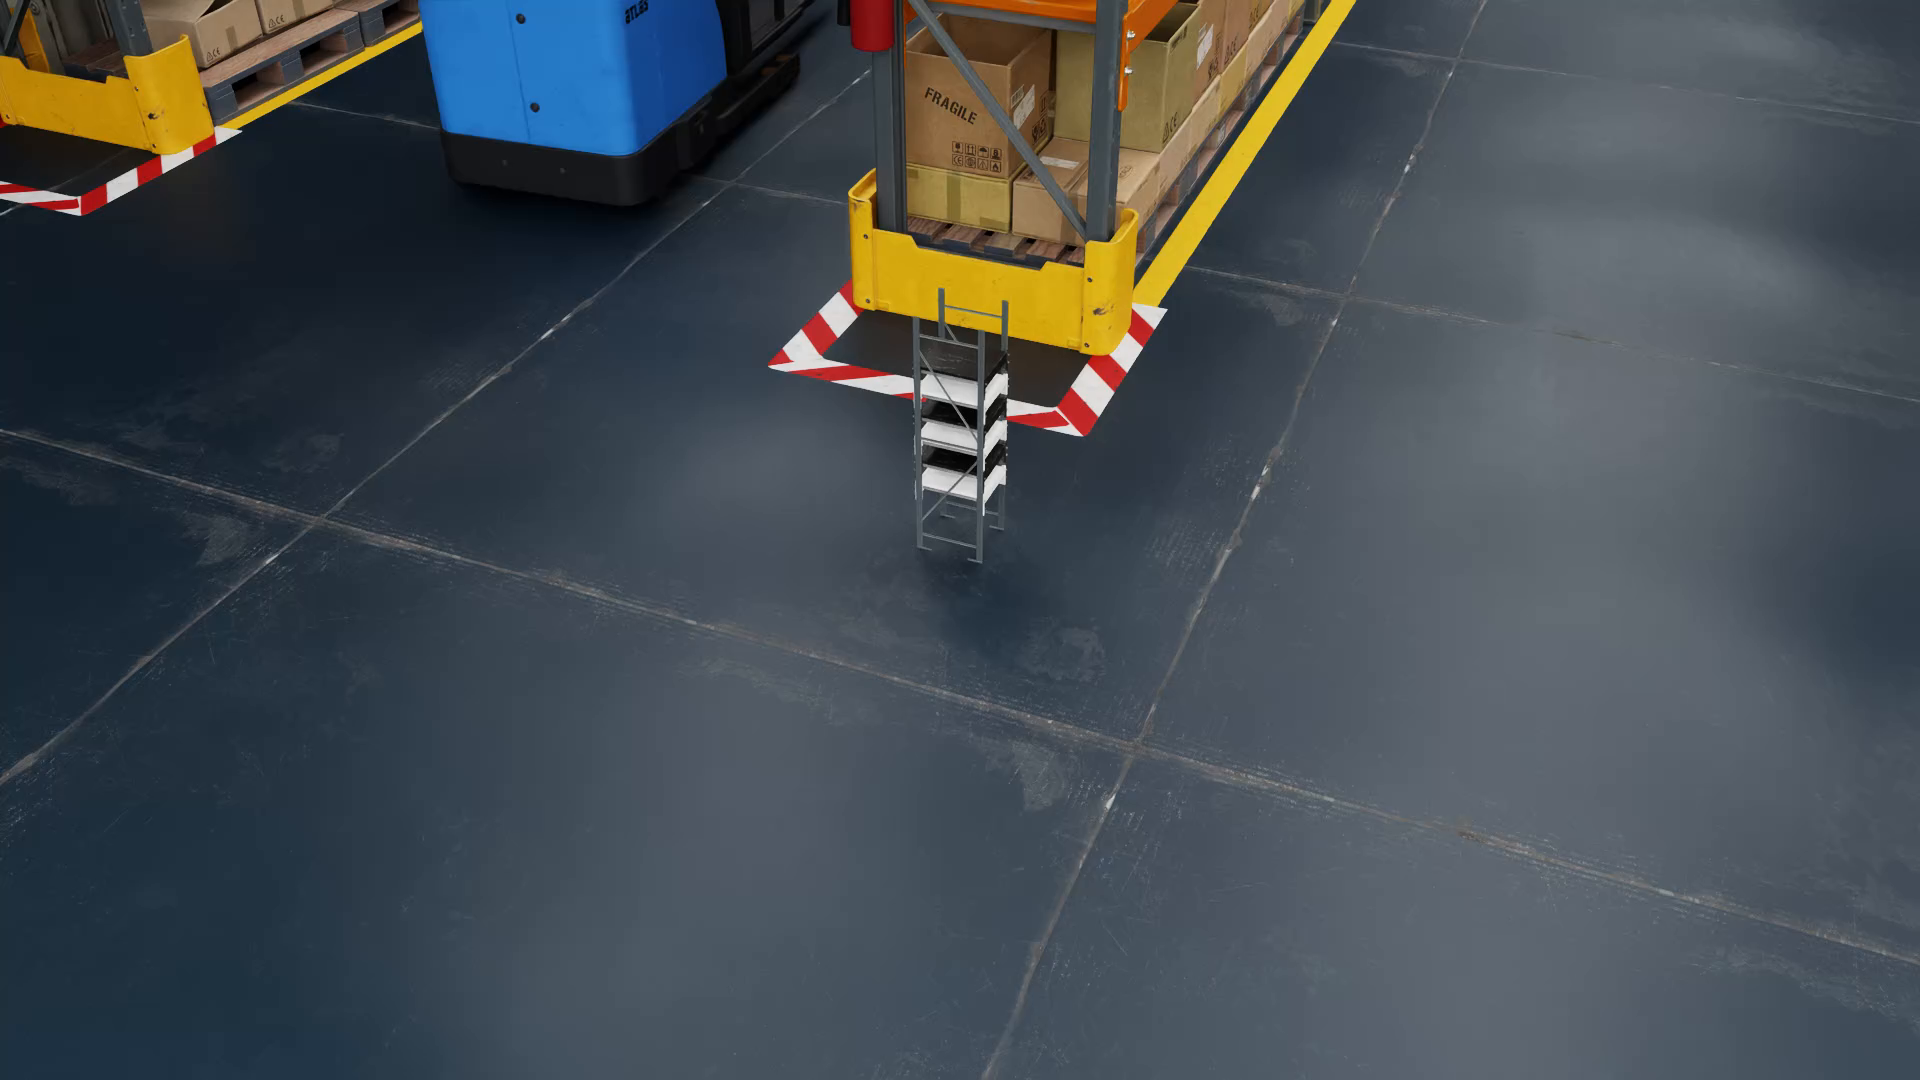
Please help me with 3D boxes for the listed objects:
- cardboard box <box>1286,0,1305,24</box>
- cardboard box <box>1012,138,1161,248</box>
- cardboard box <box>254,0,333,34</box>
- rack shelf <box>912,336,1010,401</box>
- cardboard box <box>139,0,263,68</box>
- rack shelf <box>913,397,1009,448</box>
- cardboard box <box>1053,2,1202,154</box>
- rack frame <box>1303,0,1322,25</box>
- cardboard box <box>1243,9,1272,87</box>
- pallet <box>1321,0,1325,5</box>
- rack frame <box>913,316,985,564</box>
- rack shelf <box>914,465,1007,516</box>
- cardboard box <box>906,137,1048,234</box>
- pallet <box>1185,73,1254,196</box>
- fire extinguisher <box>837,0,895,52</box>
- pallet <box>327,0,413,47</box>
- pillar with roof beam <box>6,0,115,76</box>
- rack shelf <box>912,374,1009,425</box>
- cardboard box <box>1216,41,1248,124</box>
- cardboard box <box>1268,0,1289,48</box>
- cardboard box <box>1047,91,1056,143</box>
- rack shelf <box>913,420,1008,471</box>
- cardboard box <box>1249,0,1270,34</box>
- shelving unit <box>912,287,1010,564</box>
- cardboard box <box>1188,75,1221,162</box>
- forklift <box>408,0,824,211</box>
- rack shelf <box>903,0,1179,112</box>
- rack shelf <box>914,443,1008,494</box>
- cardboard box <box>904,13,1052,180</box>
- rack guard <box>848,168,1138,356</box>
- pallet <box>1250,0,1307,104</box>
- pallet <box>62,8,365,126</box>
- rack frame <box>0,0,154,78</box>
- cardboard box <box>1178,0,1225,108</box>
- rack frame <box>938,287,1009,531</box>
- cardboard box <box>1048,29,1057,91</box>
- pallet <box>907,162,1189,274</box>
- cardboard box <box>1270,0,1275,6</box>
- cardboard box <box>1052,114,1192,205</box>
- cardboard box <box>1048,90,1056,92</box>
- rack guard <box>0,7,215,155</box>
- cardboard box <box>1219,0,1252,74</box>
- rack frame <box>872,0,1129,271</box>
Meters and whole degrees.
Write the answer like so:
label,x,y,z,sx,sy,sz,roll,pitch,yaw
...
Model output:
label,x,y,z,sx,sy,sz,roll,pitch,yaw
cardboard box,1.685,-3.153,9.409,0.500,0.250,0.500,14,39,18
cardboard box,0.547,-1.492,7.186,0.500,0.250,0.500,14,39,18
cardboard box,-3.882,-3.082,9.247,0.500,0.311,0.500,17,40,21
rack shelf,0.003,-0.555,5.345,0.258,0.077,0.200,14,39,18
cardboard box,-4.099,-2.767,8.824,0.500,0.311,0.500,10,38,13
rack shelf,0.003,-0.410,5.453,0.258,0.077,0.200,14,39,18
cardboard box,0.736,-2.069,7.332,0.500,0.500,0.500,14,39,18
rack frame,1.659,-4.393,9.122,1.000,3.000,0.127,14,39,18
cardboard box,1.309,-2.599,8.667,0.500,0.250,0.500,14,39,18
pallet,1.904,-3.693,10.514,1.003,0.211,1.213,14,39,18
rack frame,-0.036,-0.309,5.411,0.240,0.900,0.006,14,39,18
rack shelf,0.003,-0.194,5.614,0.258,0.077,0.200,14,39,18
cardboard box,0.068,-1.609,7.344,0.500,0.250,0.500,14,39,18
pallet,0.855,-2.168,8.474,1.003,0.211,1.213,14,39,18
fire extinguisher,-0.337,-2.188,6.236,0.296,0.674,0.183,14,39,18
pallet,-3.609,-3.345,10.049,1.003,0.211,1.213,14,39,18
pillar with roof beam,-0.997,-5.312,5.340,9.100,9.000,0.400,14,39,18
rack shelf,0.003,-0.482,5.399,0.258,0.077,0.200,14,39,18
cardboard box,1.120,-2.322,8.297,0.500,0.250,0.500,14,39,18
cardboard box,1.486,-2.879,9.042,0.500,0.250,0.500,14,39,18
cardboard box,0.247,-1.889,7.718,0.500,0.250,0.500,14,39,18
rack shelf,0.003,-0.338,5.507,0.258,0.077,0.200,14,39,18
cardboard box,1.297,-2.902,8.446,0.500,0.500,0.500,14,39,18
shelving unit,0.003,-0.365,5.487,0.258,0.900,0.210,14,39,18
cardboard box,0.925,-2.046,7.928,0.500,0.250,0.500,14,39,18
forklift,-1.511,-3.572,8.080,1.130,2.935,3.031,12,38,16
rack shelf,0.898,-2.998,7.856,1.077,0.370,4.000,14,39,18
rack shelf,0.003,-0.266,5.560,0.258,0.077,0.200,14,39,18
cardboard box,0.066,-1.910,7.120,0.500,0.500,0.500,14,39,18
rack guard,0.128,-1.164,6.890,1.175,0.500,0.348,14,39,18
pallet,1.318,-2.845,9.380,1.003,0.211,1.213,14,39,18
pallet,-4.074,-2.672,9.148,1.003,0.211,1.213,14,39,18
rack frame,-4.445,-3.305,7.666,1.000,3.000,0.127,14,39,18
cardboard box,0.914,-2.349,7.707,0.500,0.500,0.500,14,39,18
rack frame,0.042,-0.421,5.562,0.240,0.900,0.006,14,39,18
cardboard box,0.433,-2.467,7.865,0.500,0.500,0.500,14,39,18
pallet,0.390,-1.495,7.573,1.003,0.211,1.213,14,39,18
cardboard box,1.484,-3.180,8.818,0.500,0.500,0.500,14,39,18
cardboard box,0.734,-1.769,7.557,0.500,0.250,0.500,14,39,18
cardboard box,0.436,-2.166,8.089,0.500,0.250,0.500,14,39,18
rack guard,-4.416,-2.346,8.471,1.175,0.500,0.348,14,39,18
cardboard box,1.120,-2.622,8.072,0.500,0.500,0.500,14,39,18
rack frame,0.137,-2.178,6.159,1.000,3.000,0.127,14,39,18
